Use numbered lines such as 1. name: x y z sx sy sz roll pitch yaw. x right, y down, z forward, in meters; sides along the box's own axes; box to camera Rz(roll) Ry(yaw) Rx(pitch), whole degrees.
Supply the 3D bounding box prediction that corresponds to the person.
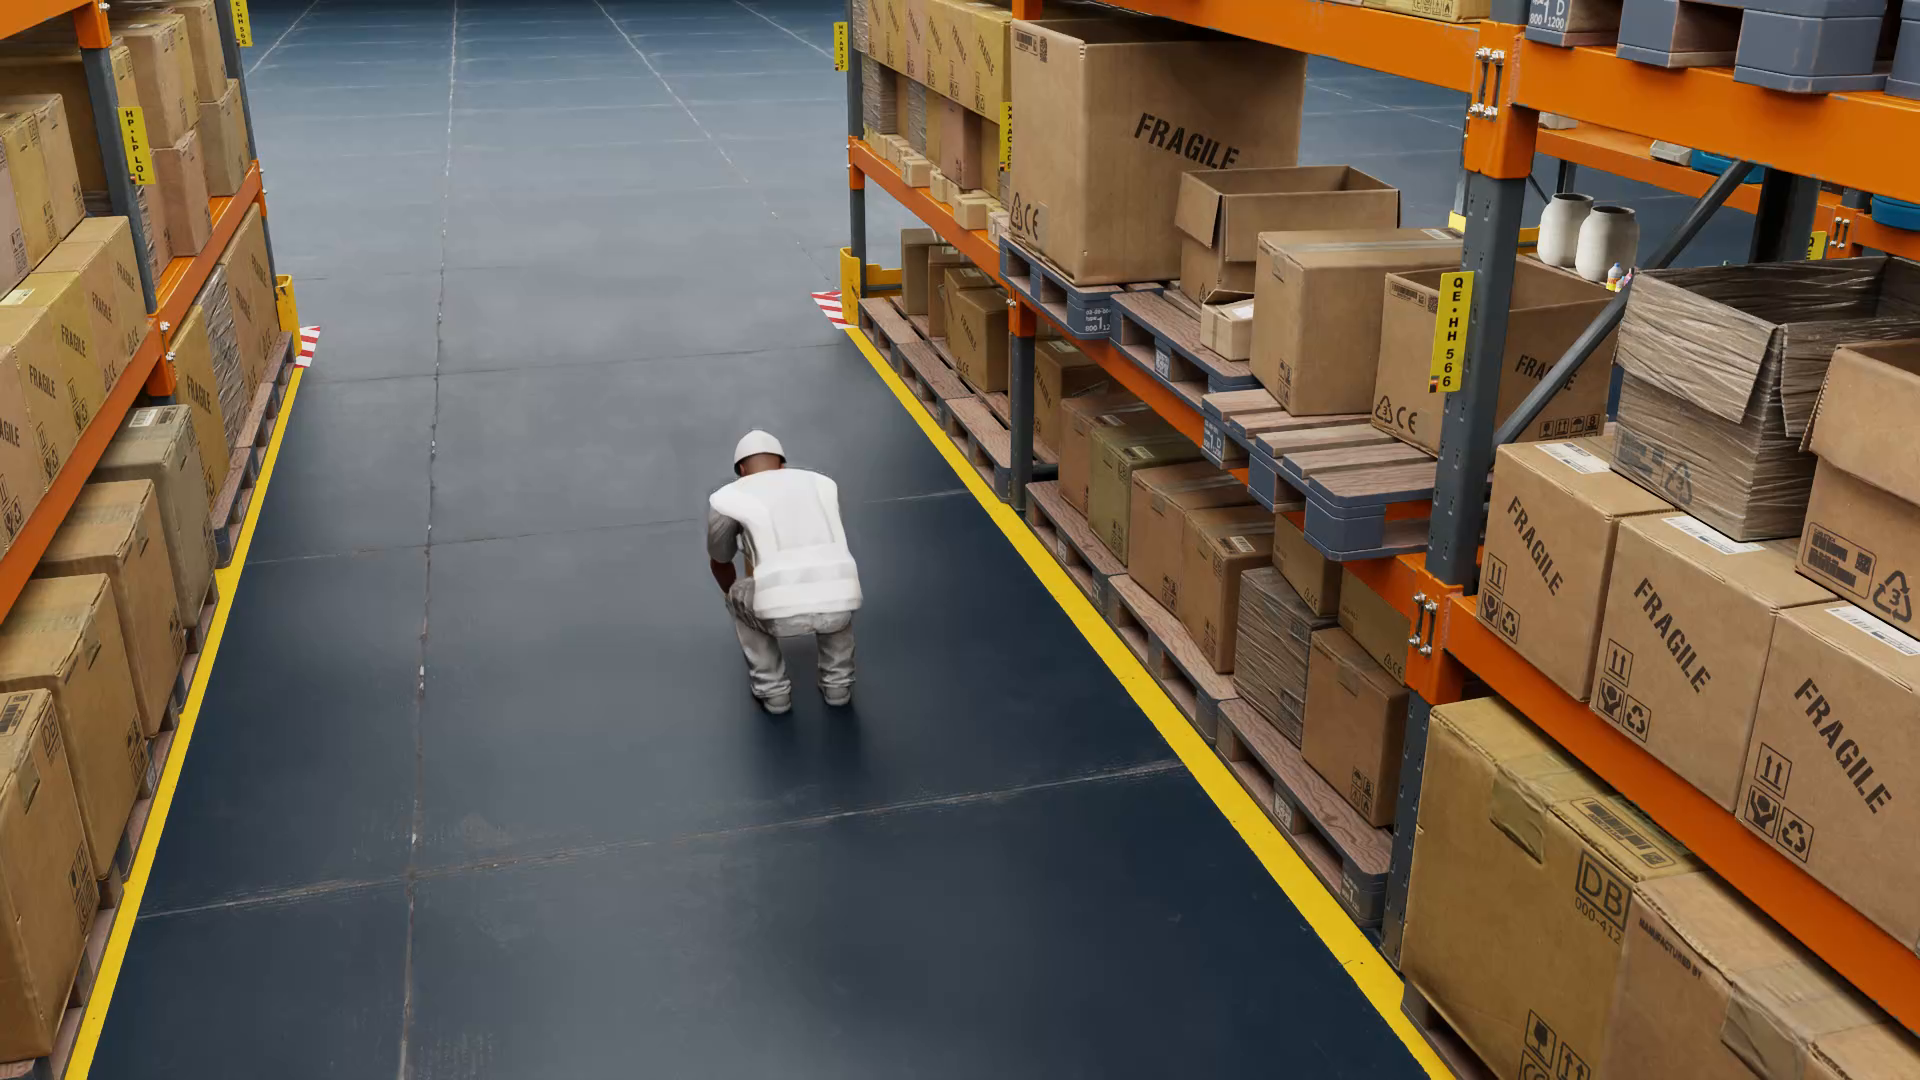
1. person: -0.711 0.139 6.775 0.576 0.990 0.912 -6 23 -14
